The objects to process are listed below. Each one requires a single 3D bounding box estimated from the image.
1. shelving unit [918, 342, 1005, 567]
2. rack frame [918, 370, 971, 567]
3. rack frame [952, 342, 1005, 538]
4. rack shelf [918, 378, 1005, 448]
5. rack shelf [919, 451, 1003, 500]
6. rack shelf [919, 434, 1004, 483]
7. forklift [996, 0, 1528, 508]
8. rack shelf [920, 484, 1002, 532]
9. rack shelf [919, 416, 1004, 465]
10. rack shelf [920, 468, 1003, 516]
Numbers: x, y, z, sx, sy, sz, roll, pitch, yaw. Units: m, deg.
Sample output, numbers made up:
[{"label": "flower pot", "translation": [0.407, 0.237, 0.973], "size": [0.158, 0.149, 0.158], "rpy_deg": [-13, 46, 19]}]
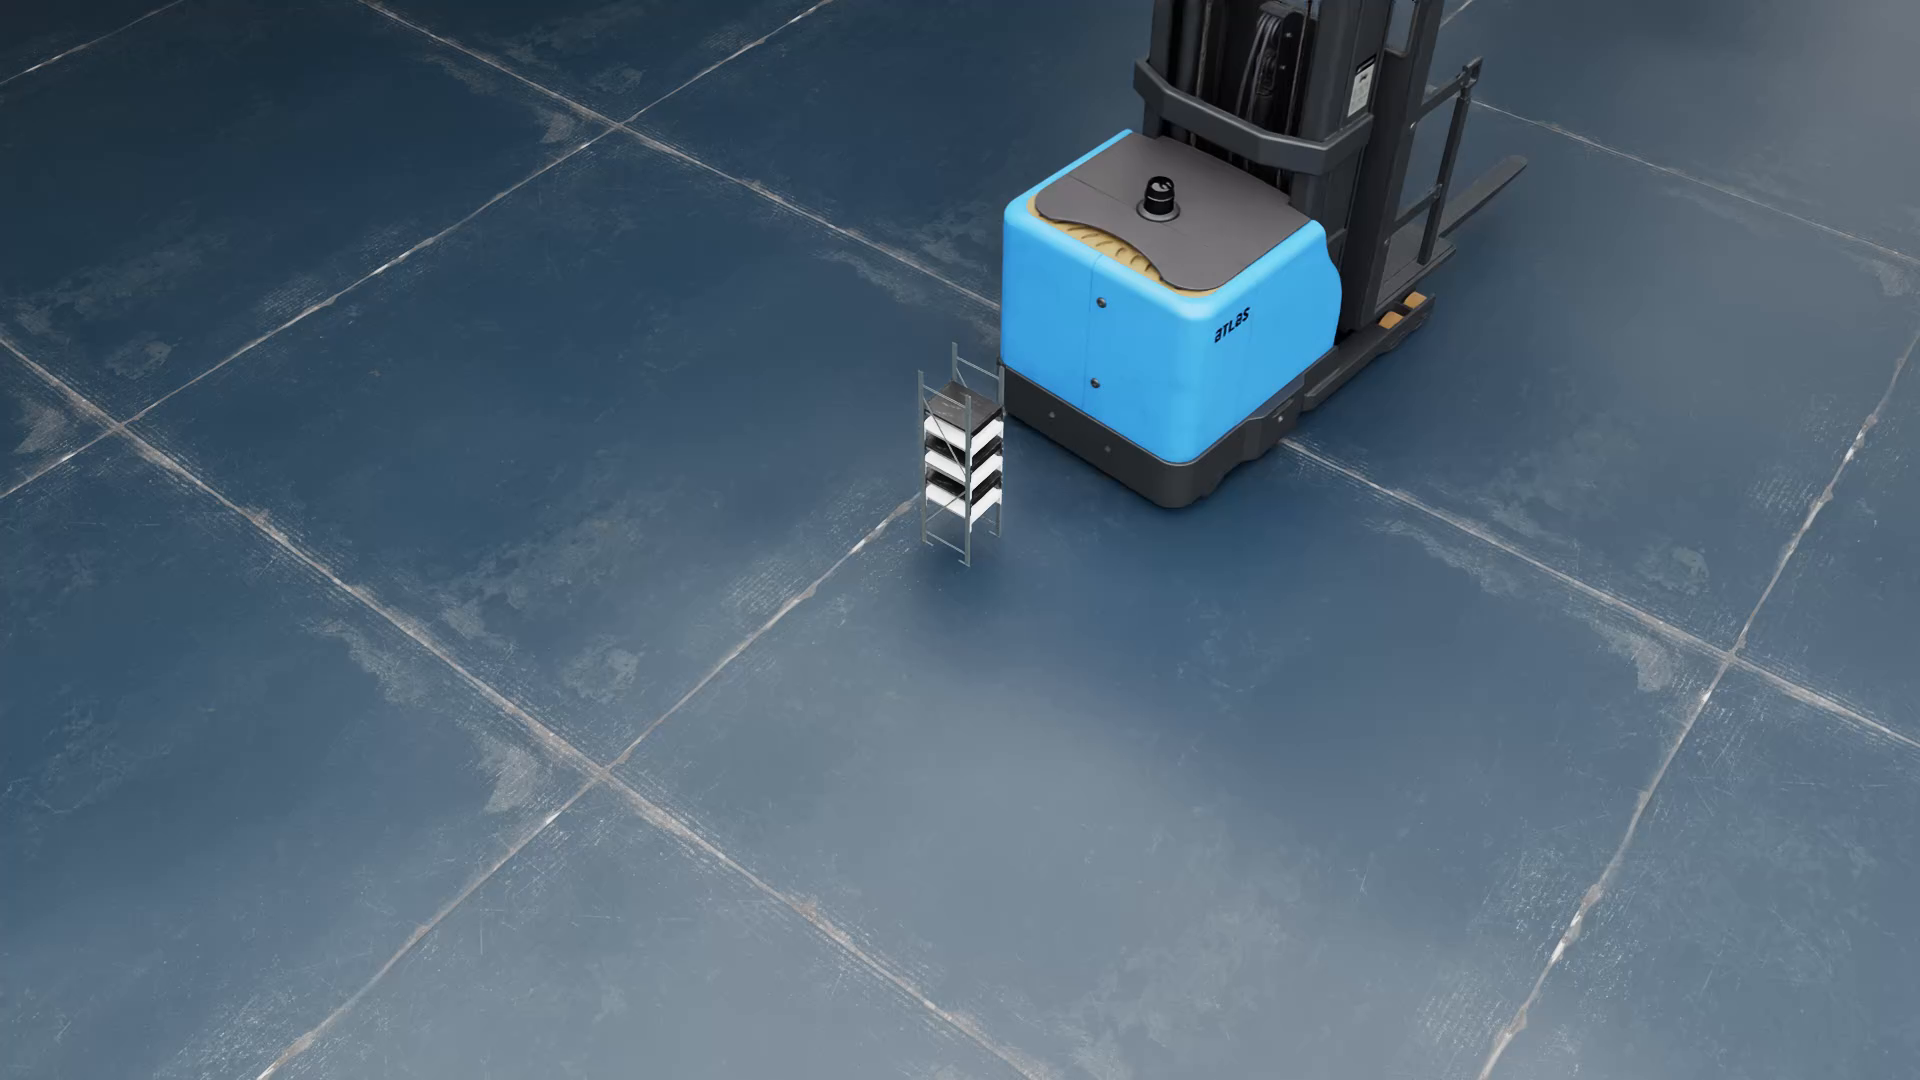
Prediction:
[{"label": "shelving unit", "translation": [0.005, -0.315, 6.429], "size": [0.258, 0.900, 0.210], "rpy_deg": [29, 53, 25]}, {"label": "rack frame", "translation": [-0.057, -0.257, 6.373], "size": [0.240, 0.900, 0.006], "rpy_deg": [29, 53, 25]}, {"label": "rack frame", "translation": [0.067, -0.374, 6.485], "size": [0.240, 0.900, 0.006], "rpy_deg": [29, 53, 25]}, {"label": "rack shelf", "translation": [0.005, -0.479, 6.258], "size": [0.258, 0.077, 0.200], "rpy_deg": [29, 53, 25]}, {"label": "rack shelf", "translation": [0.005, -0.292, 6.453], "size": [0.258, 0.077, 0.200], "rpy_deg": [29, 53, 25]}, {"label": "rack shelf", "translation": [0.005, -0.355, 6.388], "size": [0.258, 0.077, 0.200], "rpy_deg": [29, 53, 25]}, {"label": "forklift", "translation": [1.535, -2.116, 6.744], "size": [1.130, 2.935, 3.031], "rpy_deg": [34, 55, 28]}, {"label": "rack shelf", "translation": [0.005, -0.168, 6.583], "size": [0.258, 0.077, 0.200], "rpy_deg": [29, 53, 25]}, {"label": "rack shelf", "translation": [0.005, -0.417, 6.323], "size": [0.258, 0.077, 0.200], "rpy_deg": [29, 53, 25]}, {"label": "rack shelf", "translation": [0.005, -0.230, 6.518], "size": [0.258, 0.077, 0.200], "rpy_deg": [29, 53, 25]}]
